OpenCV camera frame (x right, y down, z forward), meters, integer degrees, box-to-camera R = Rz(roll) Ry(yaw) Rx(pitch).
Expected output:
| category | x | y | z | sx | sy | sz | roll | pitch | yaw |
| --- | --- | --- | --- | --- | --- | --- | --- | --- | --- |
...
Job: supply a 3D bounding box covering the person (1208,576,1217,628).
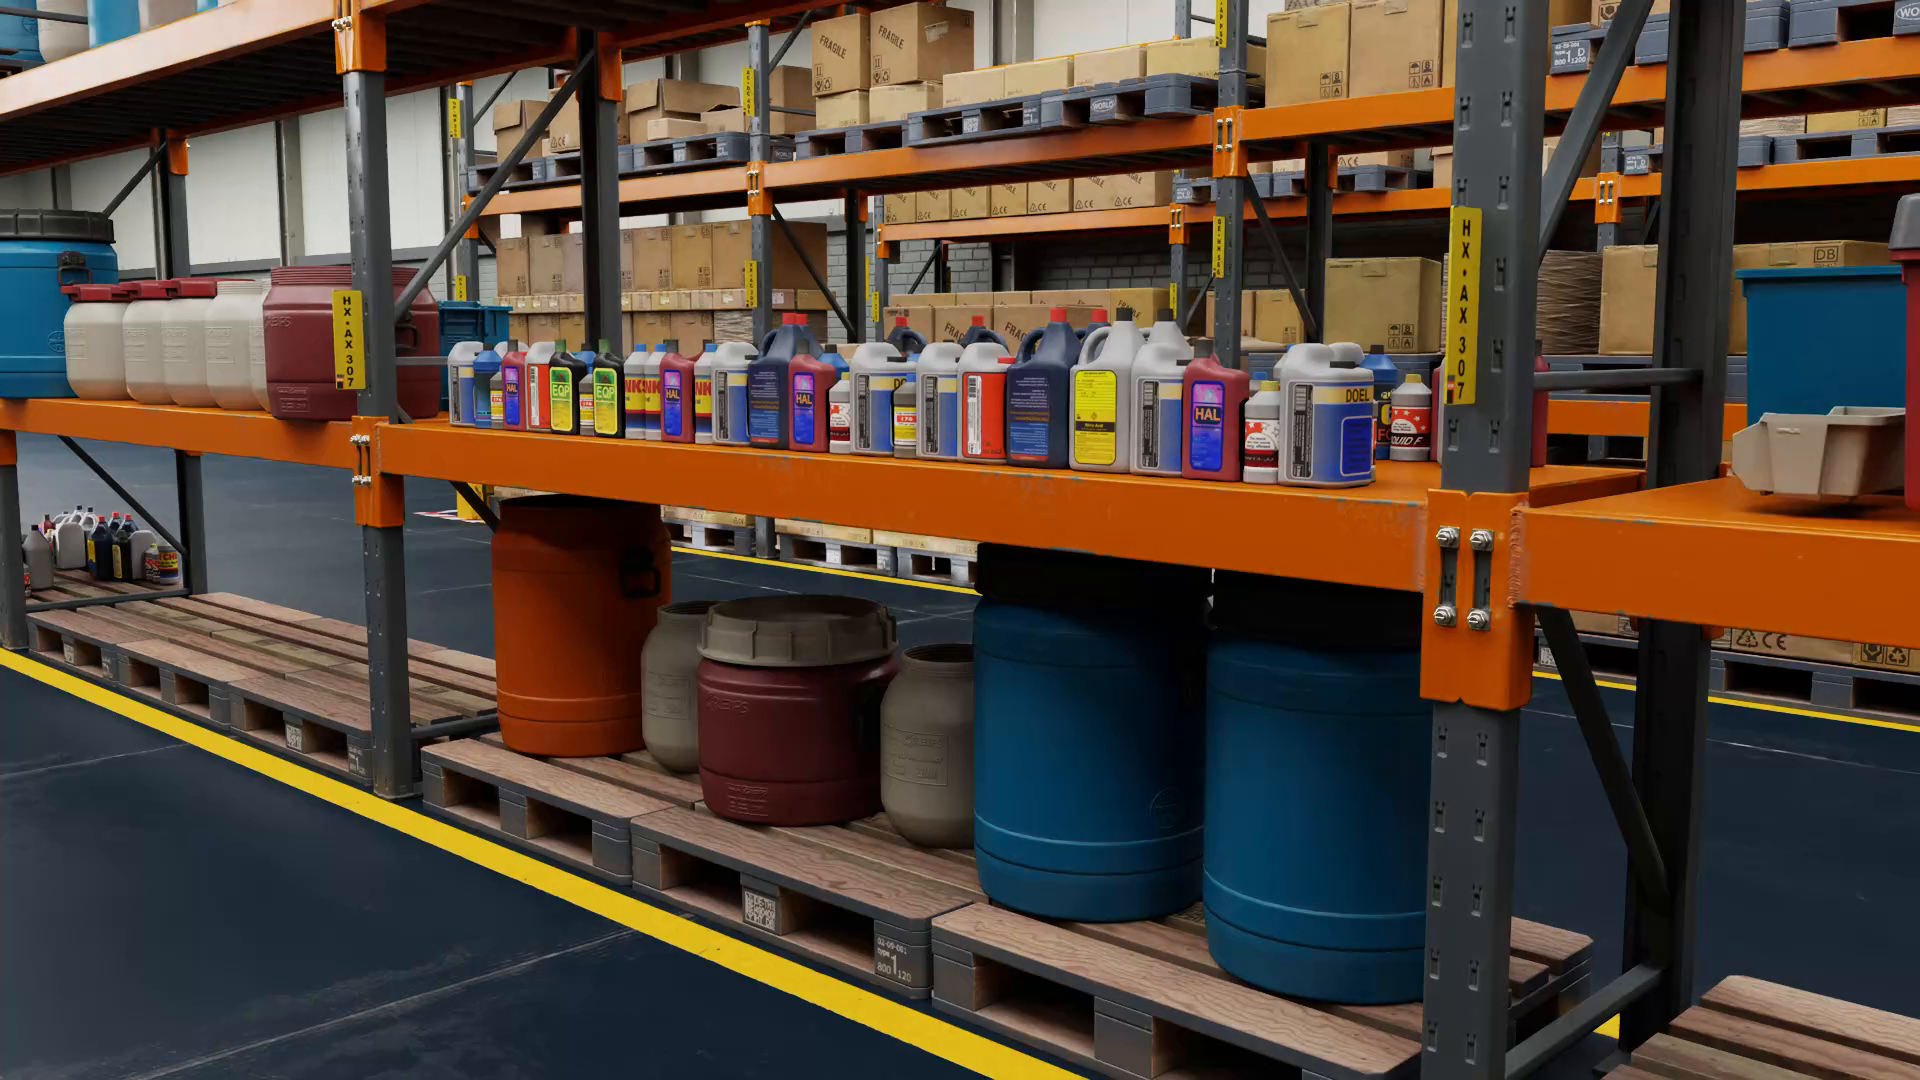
| category | x | y | z | sx | sy | sz | roll | pitch | yaw |
| --- | --- | --- | --- | --- | --- | --- | --- | --- | --- |
| person | 0.867 | 0.238 | 6.666 | 0.625 | 1.103 | 0.830 | 7 | 9 | 43 |
